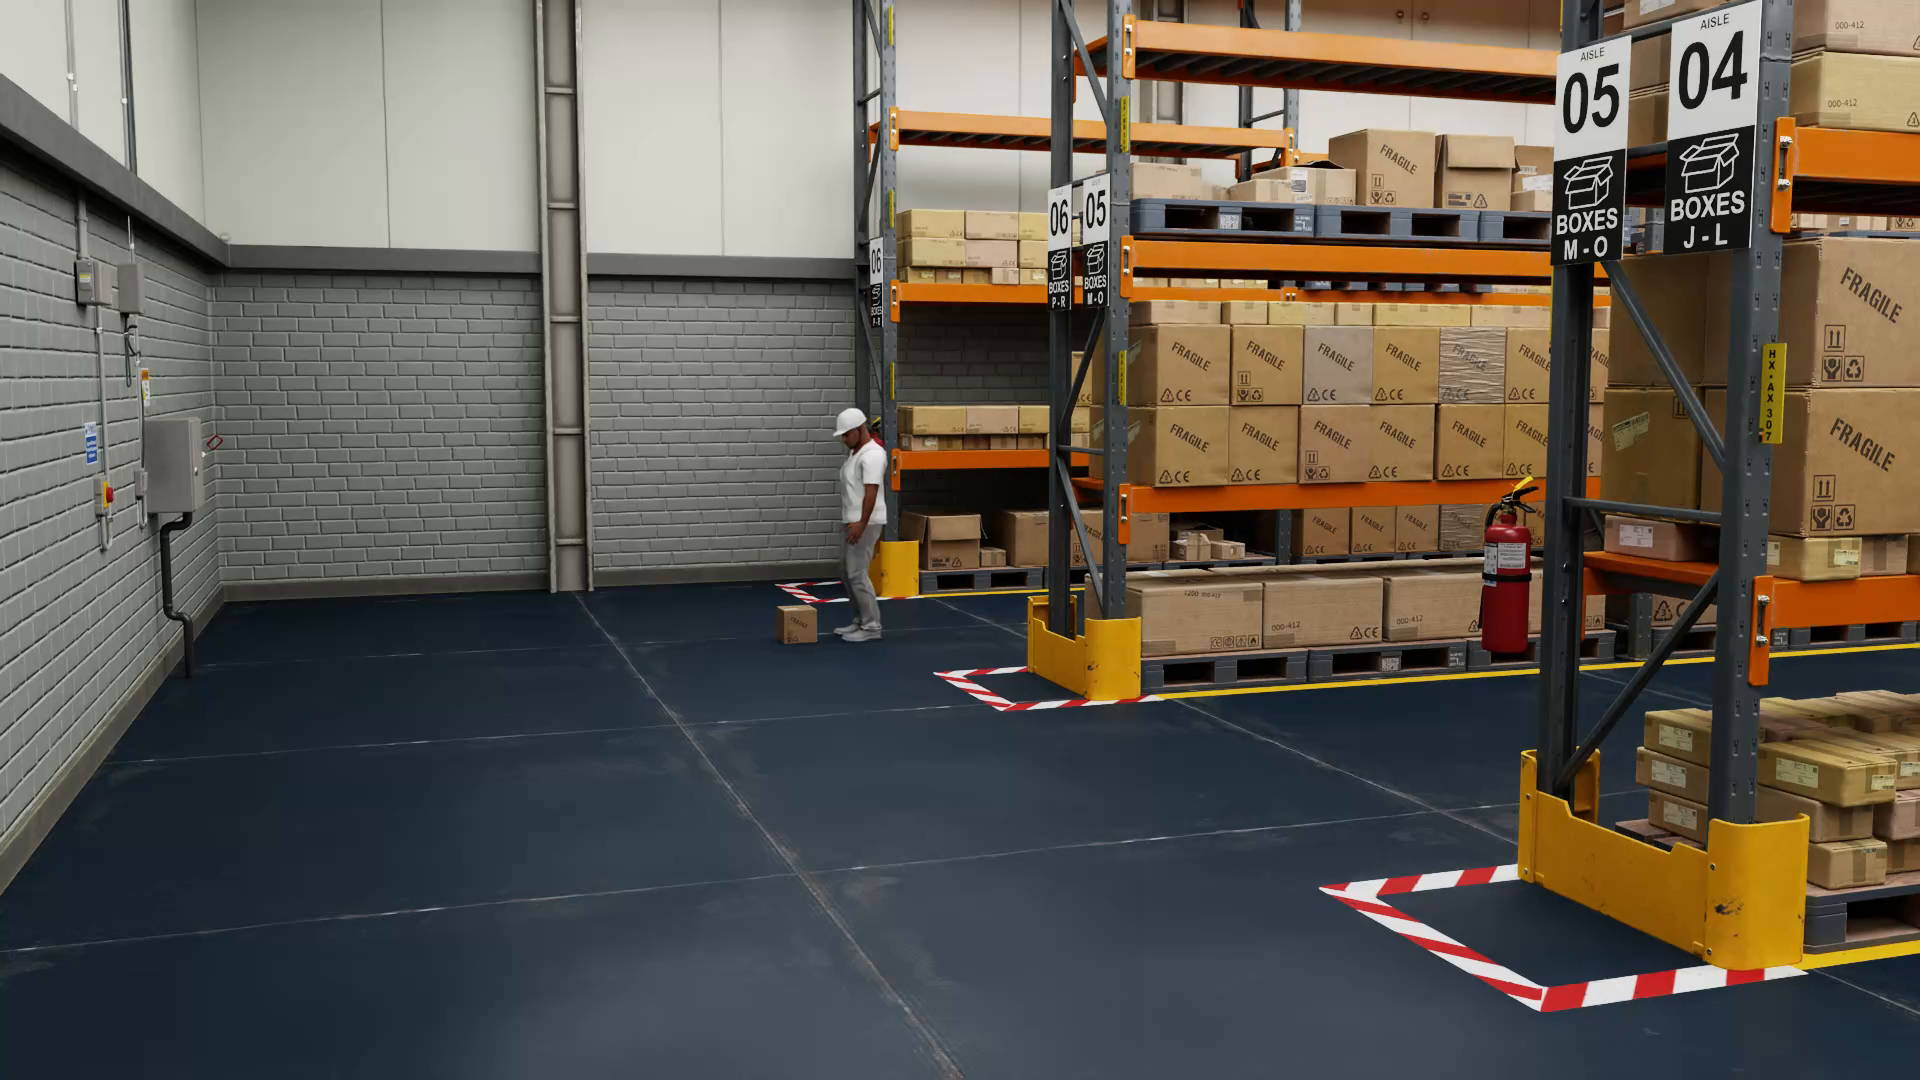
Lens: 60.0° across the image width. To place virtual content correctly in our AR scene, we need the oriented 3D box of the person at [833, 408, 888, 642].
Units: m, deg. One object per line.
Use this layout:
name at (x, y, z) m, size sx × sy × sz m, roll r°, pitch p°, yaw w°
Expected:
person at (-0.762, -0.120, 12.549) m, size 0.396 × 1.747 × 0.578 m, roll -2°, pitch 6°, yaw -17°
